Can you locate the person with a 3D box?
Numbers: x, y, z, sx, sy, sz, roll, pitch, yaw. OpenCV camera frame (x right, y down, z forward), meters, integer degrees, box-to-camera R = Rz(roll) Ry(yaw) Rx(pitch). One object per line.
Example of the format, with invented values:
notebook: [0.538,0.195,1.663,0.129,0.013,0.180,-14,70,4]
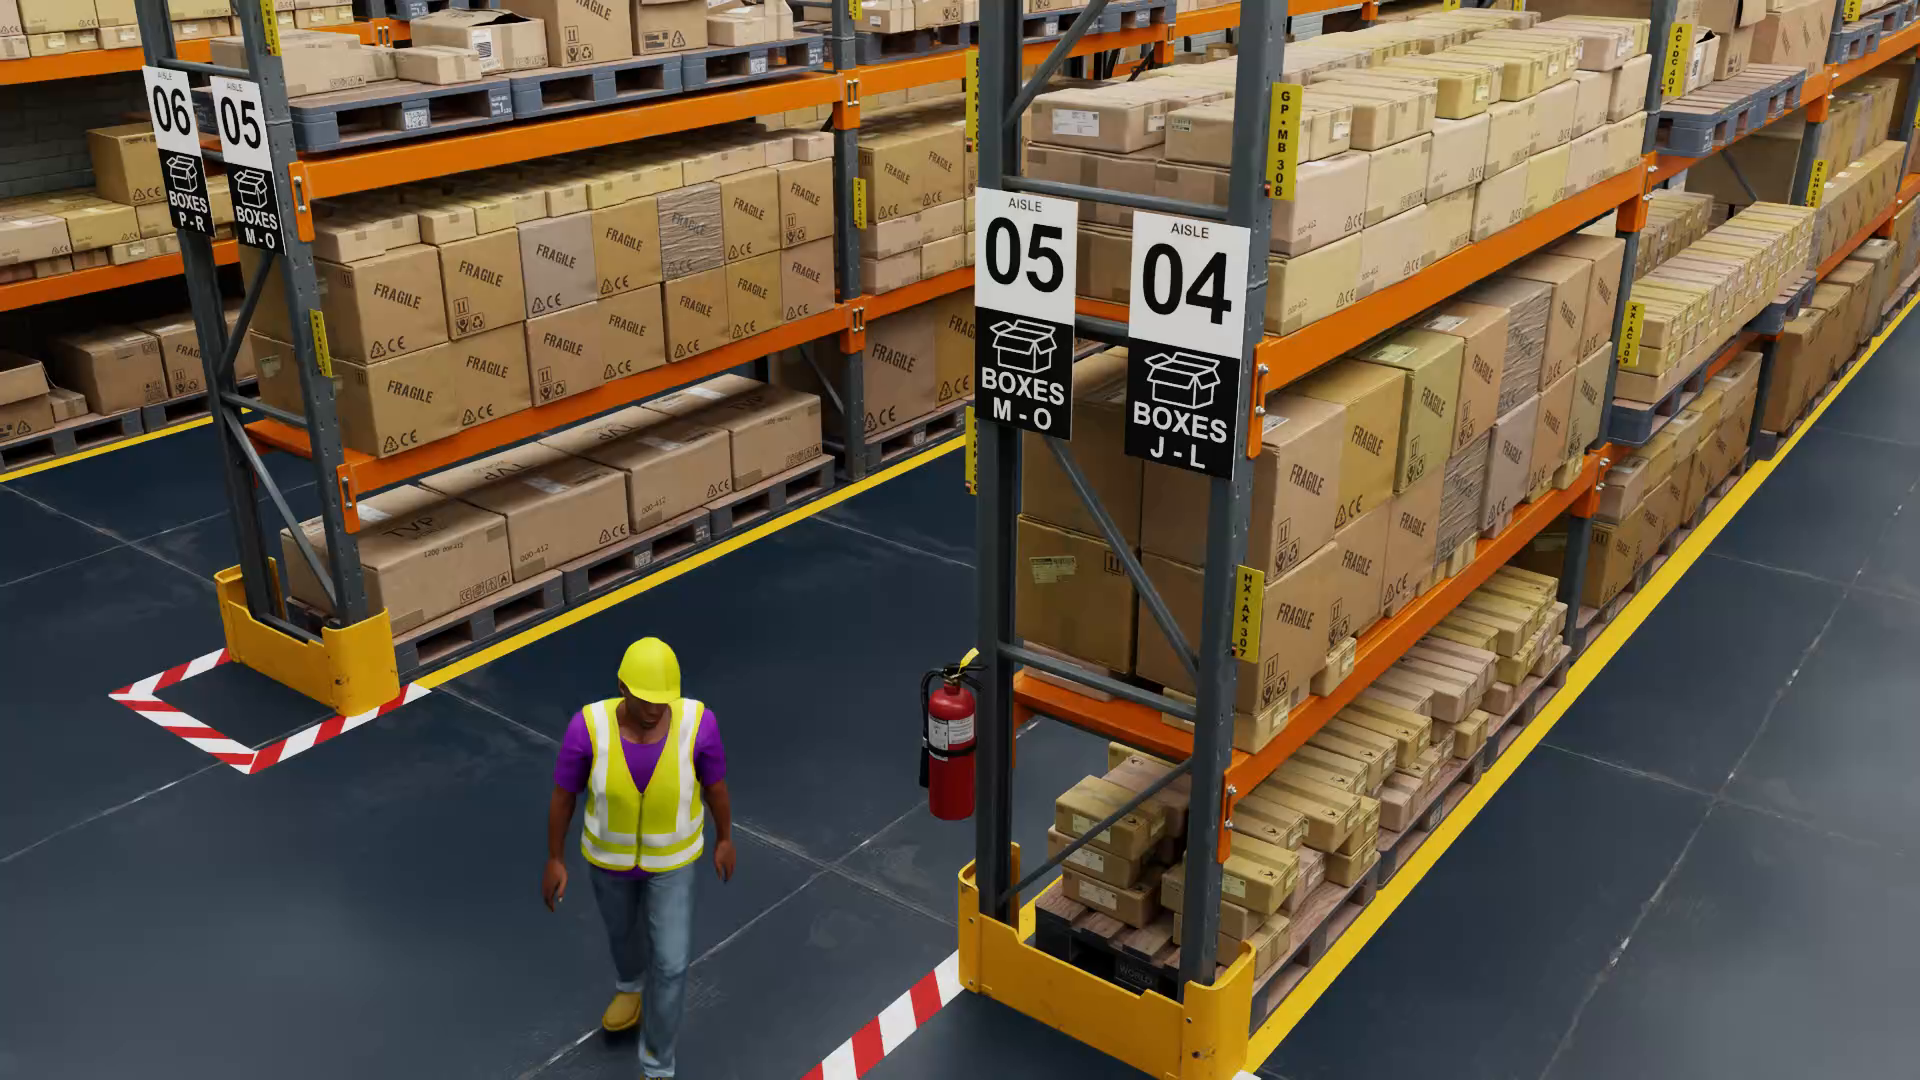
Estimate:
person: [-1.153,1.174,5.930,0.663,1.815,0.773,0,23,-1]
